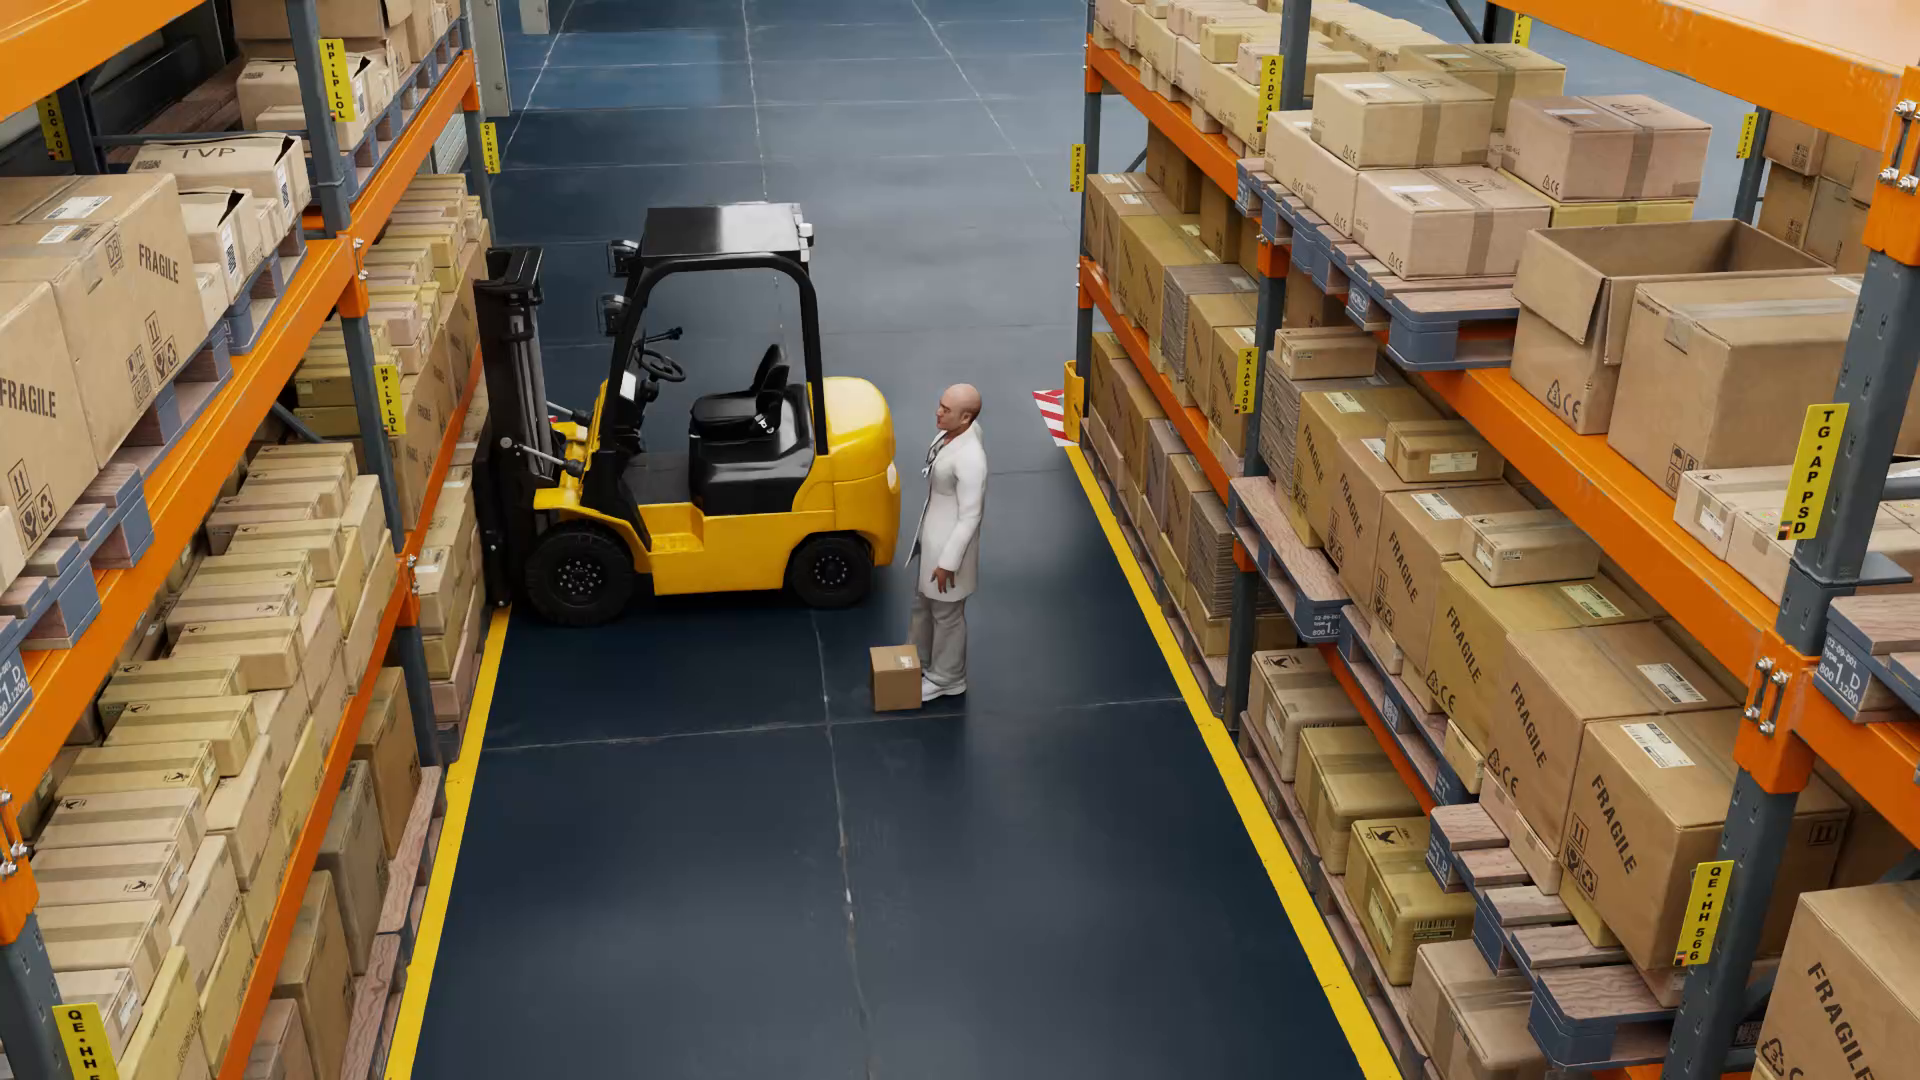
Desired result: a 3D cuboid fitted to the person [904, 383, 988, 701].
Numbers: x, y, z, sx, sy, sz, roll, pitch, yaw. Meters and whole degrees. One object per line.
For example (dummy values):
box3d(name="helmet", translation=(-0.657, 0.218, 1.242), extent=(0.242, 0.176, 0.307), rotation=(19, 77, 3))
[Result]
box3d(name="person", translation=(-0.157, 0.023, 8.567), extent=(0.579, 1.778, 0.698), rotation=(-4, 27, -7))
